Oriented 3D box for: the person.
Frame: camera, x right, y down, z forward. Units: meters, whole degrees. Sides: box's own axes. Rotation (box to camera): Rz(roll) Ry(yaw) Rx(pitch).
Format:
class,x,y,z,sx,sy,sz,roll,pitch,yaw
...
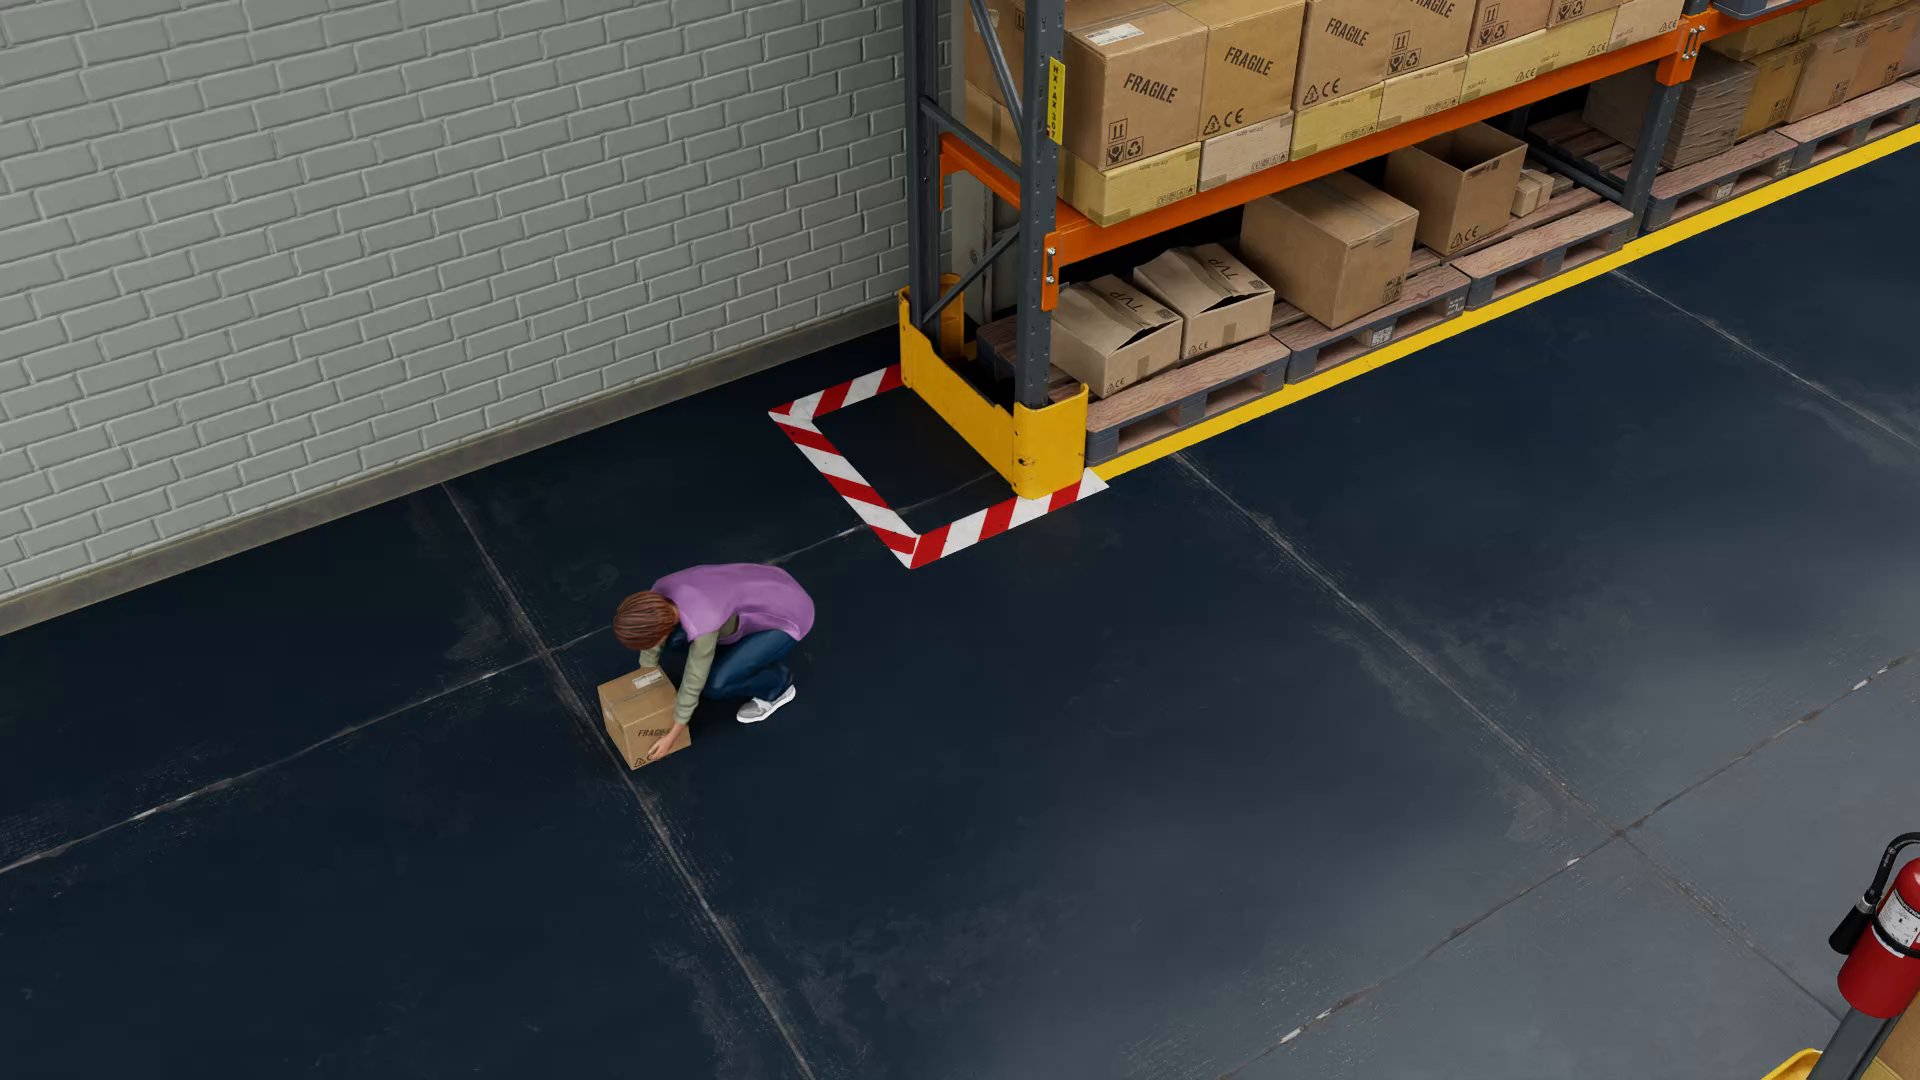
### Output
class,x,y,z,sx,sy,sz,roll,pitch,yaw
person,-0.932,0.370,6.382,0.805,0.768,0.436,-23,46,-24
